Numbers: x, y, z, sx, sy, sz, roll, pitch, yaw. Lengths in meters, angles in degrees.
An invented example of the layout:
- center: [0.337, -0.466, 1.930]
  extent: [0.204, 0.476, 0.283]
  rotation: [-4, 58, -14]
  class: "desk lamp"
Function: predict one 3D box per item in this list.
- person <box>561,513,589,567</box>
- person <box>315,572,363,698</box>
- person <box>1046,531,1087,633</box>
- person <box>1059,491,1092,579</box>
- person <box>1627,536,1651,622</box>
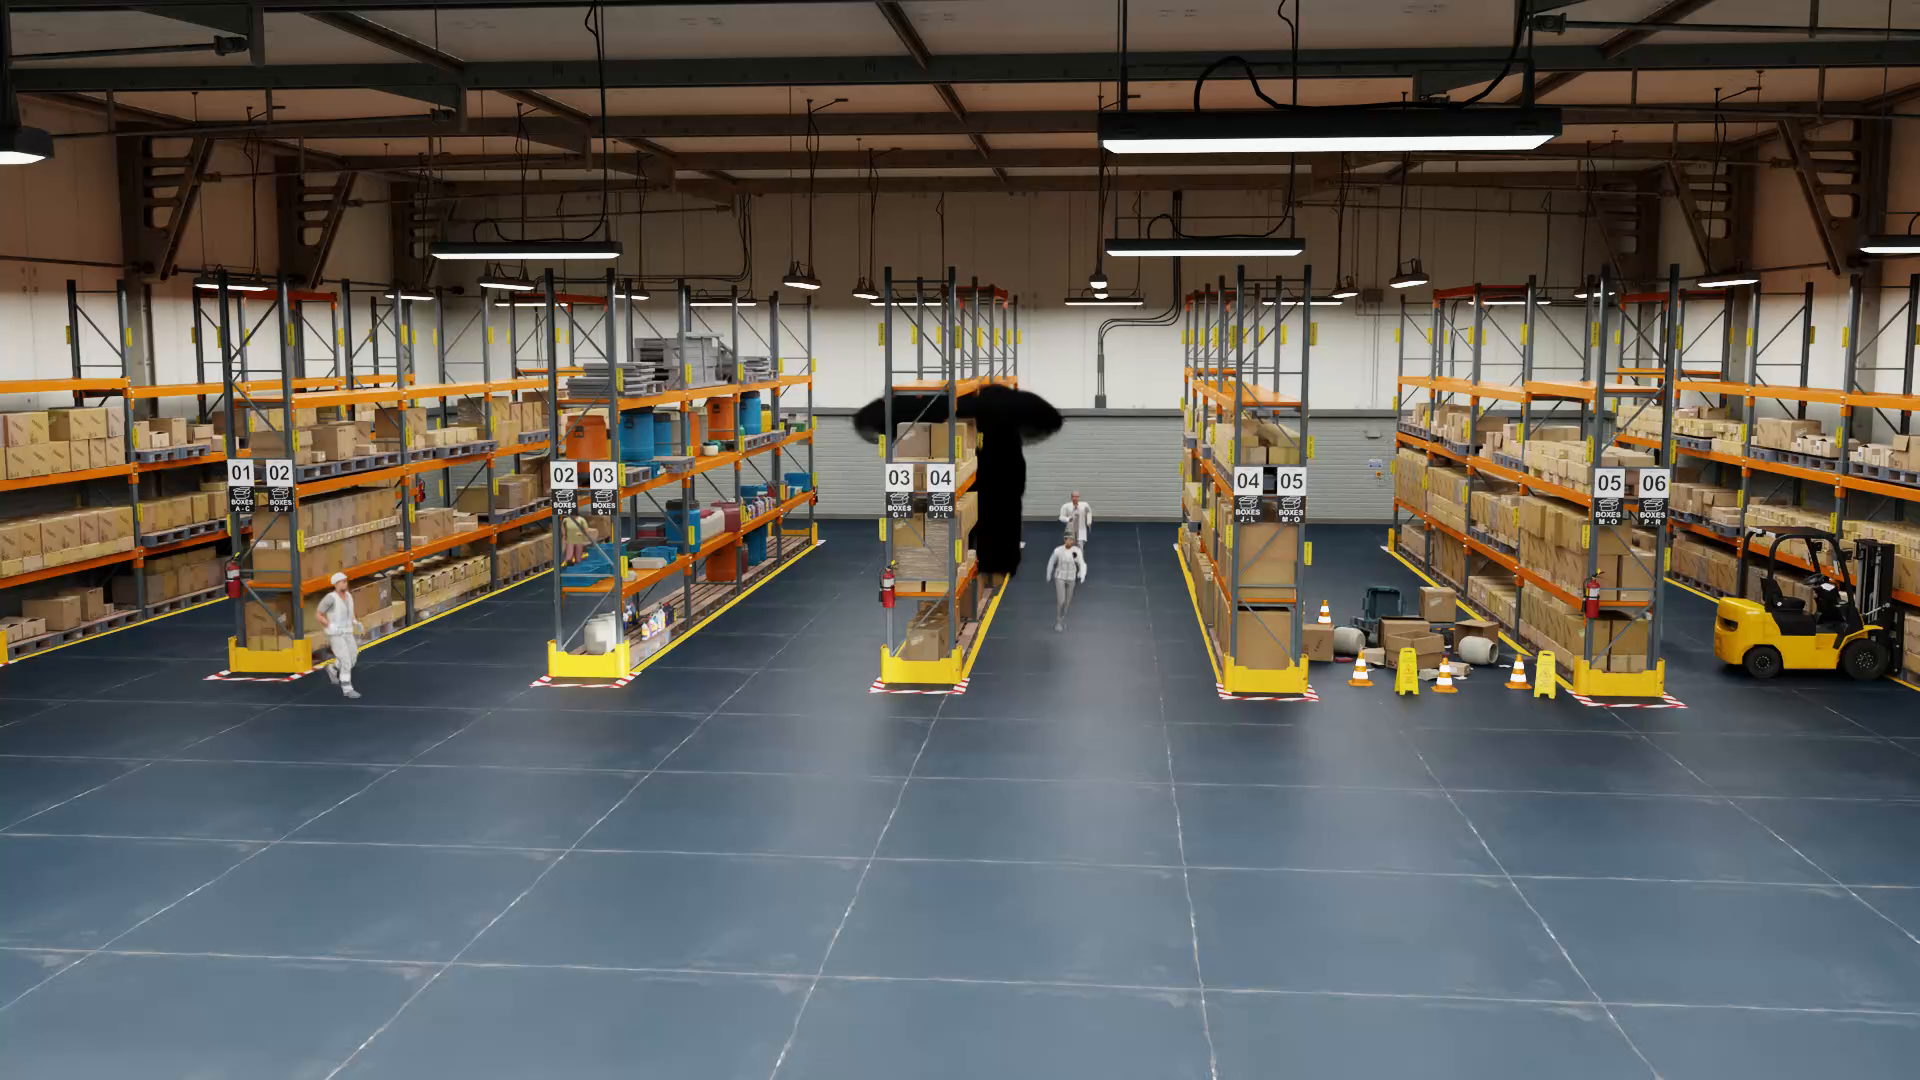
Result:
- center: [-7.797, 0.088, 33.648]
  extent: [0.571, 1.647, 0.642]
  rotation: [-1, 7, -4]
  class: "person"
- center: [-8.706, 1.325, 23.234]
  extent: [0.694, 1.764, 0.663]
  rotation: [3, 8, 24]
  class: "person"
- center: [1.738, 0.666, 26.693]
  extent: [0.572, 1.653, 0.777]
  rotation: [-1, 7, -10]
  class: "person"
- center: [2.425, -0.116, 34.921]
  extent: [0.674, 1.847, 0.933]
  rotation: [1, 7, 5]
  class: "person"
- center: [11.593, 0.761, 28.468]
  extent: [0.560, 1.616, 0.734]
  rotation: [-1, 7, -5]
  class: "person"
